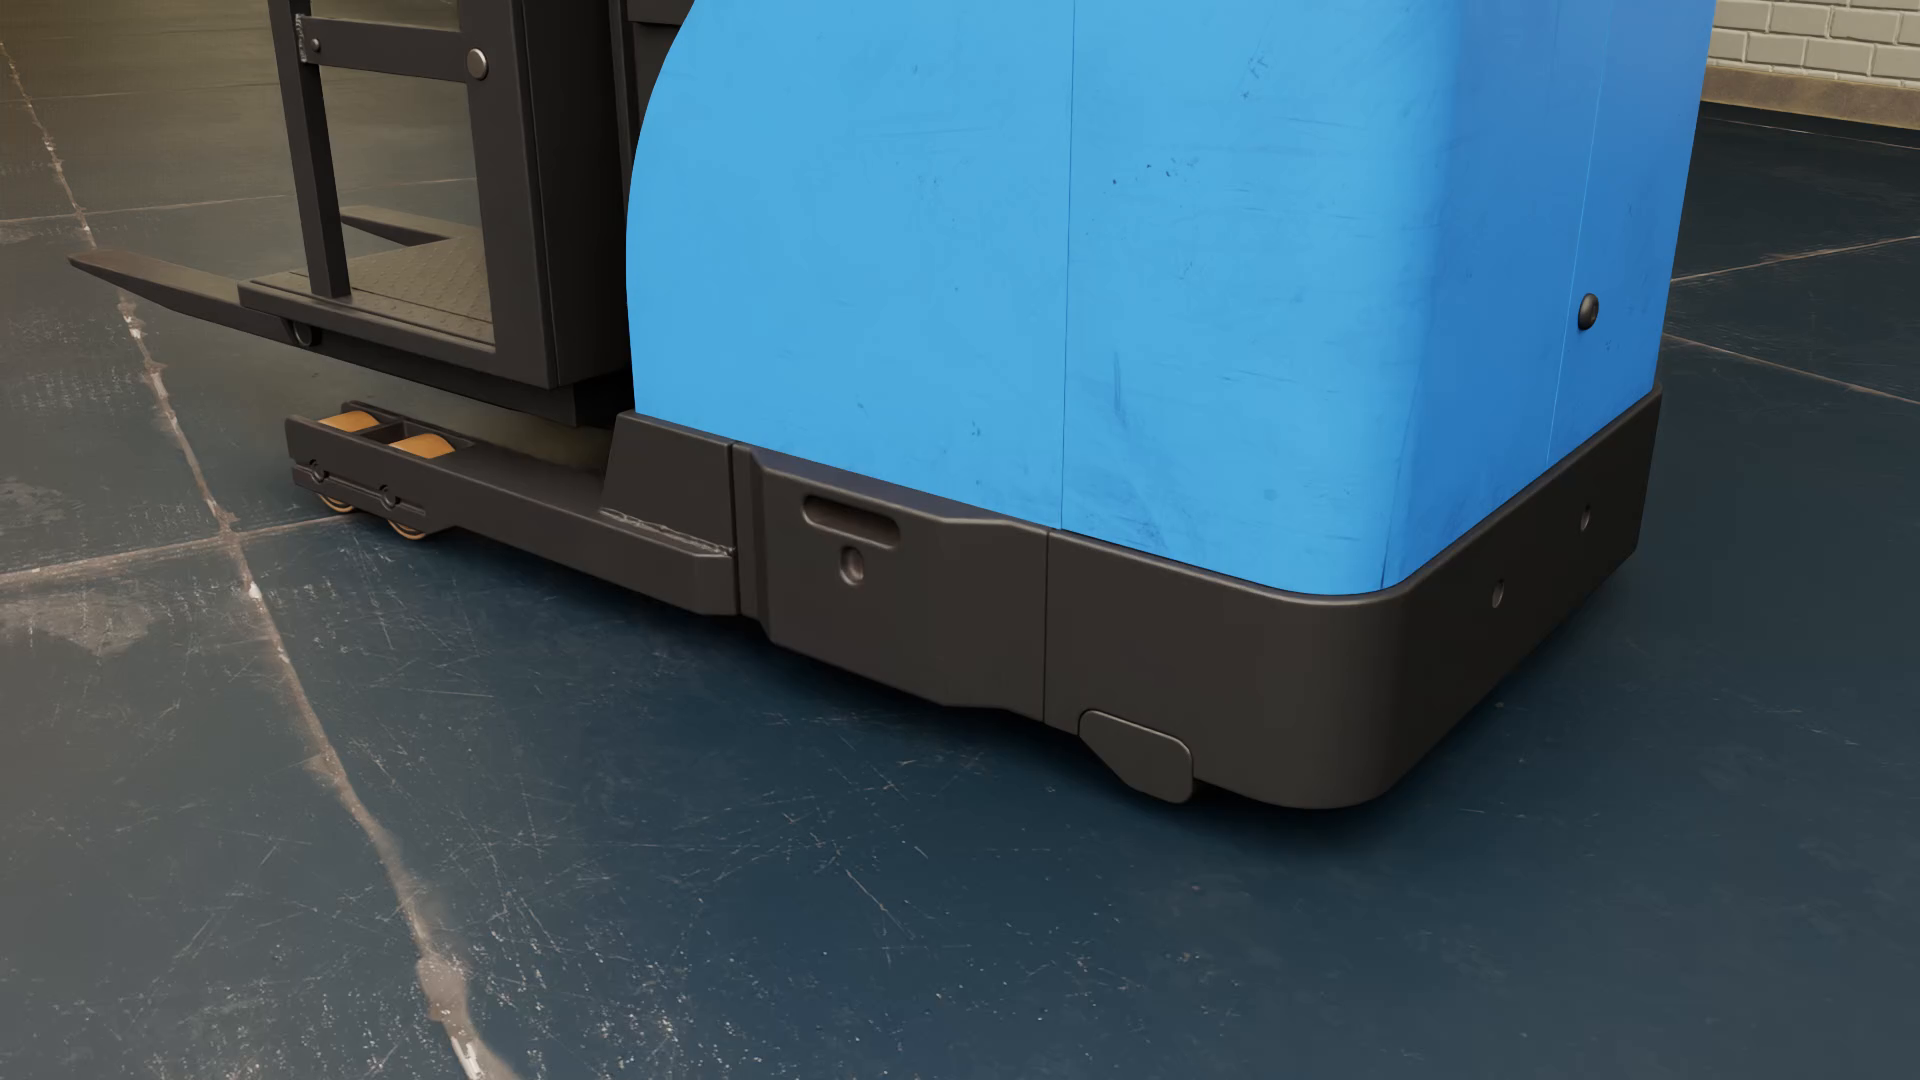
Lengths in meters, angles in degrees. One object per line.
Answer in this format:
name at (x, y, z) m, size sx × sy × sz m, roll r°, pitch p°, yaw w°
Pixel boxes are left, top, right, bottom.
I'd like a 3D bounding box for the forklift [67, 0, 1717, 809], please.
forklift at (-0.481, -1.497, 2.422) m, size 3.031 × 2.935 × 1.130 m, roll 16°, pitch 27°, yaw 34°
